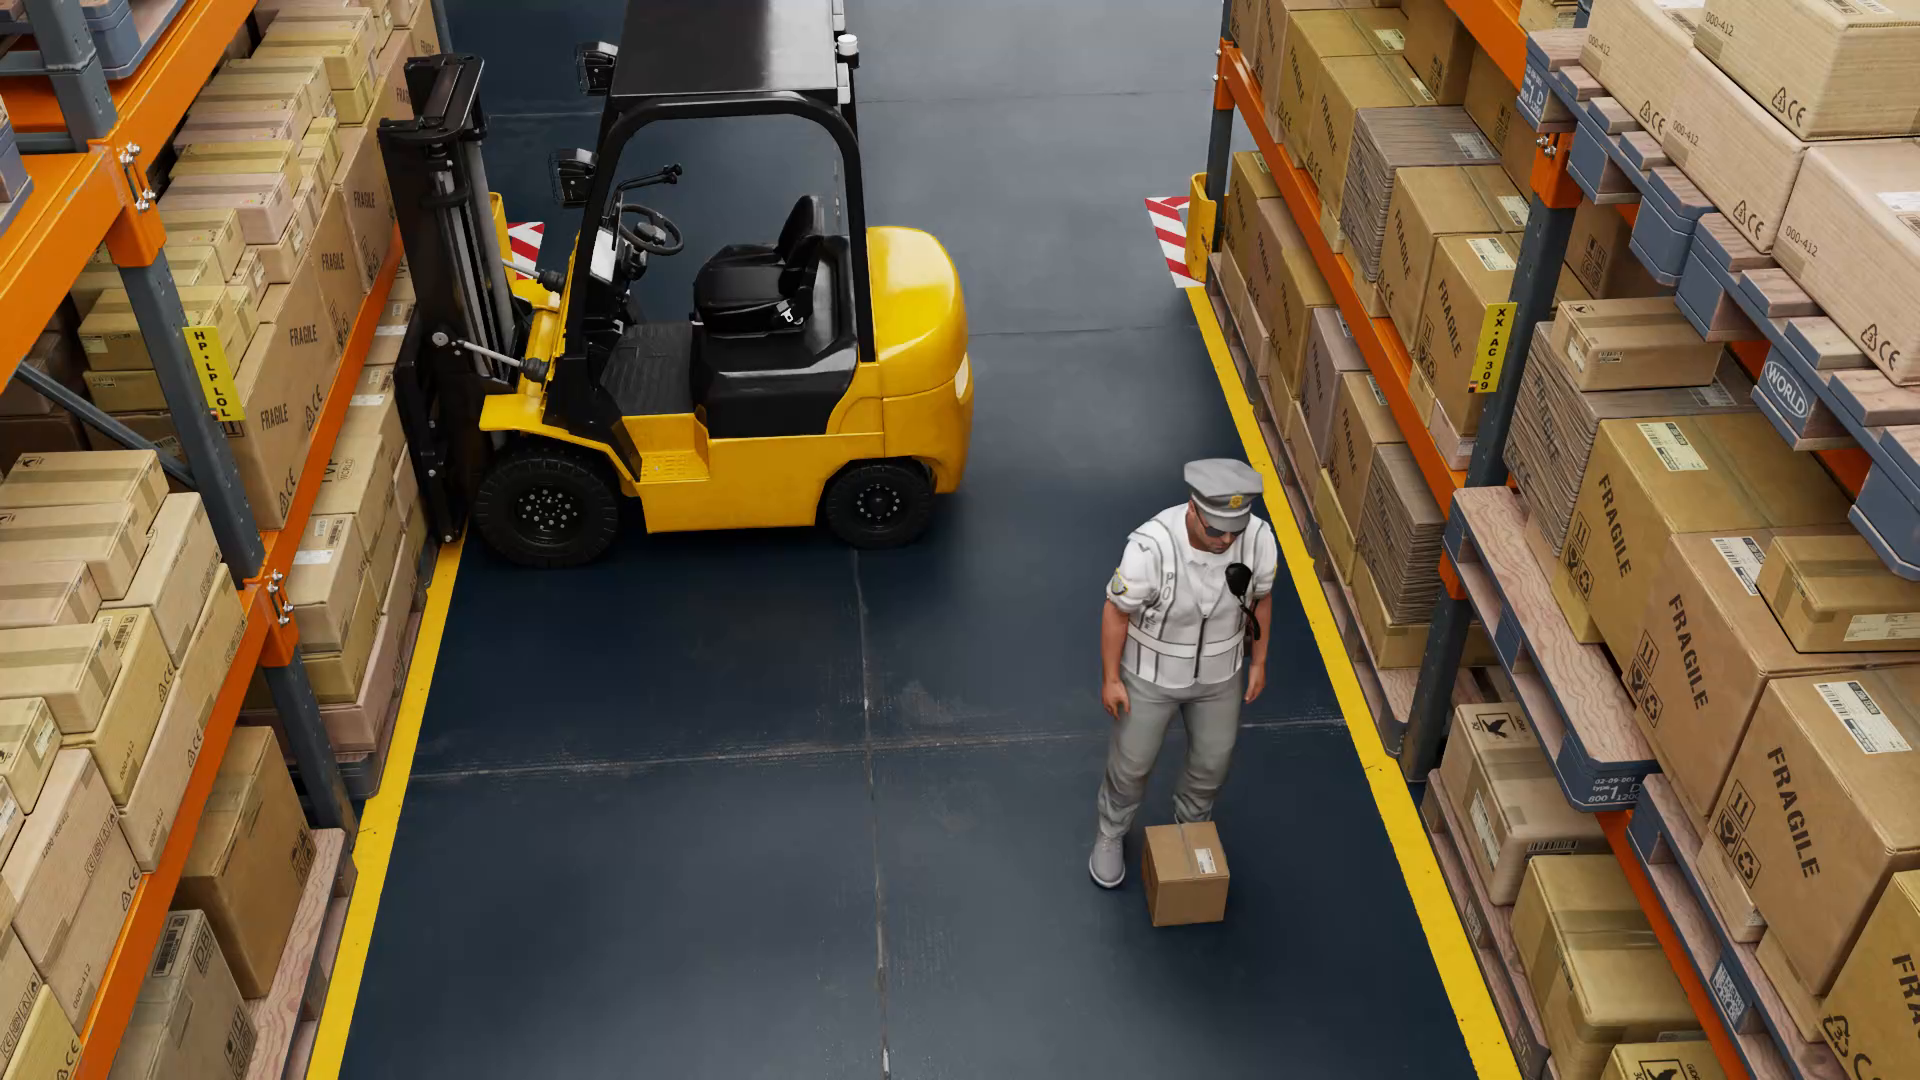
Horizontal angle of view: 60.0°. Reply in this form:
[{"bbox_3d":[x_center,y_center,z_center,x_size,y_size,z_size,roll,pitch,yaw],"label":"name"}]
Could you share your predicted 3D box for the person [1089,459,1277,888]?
[{"bbox_3d":[0.748,0.425,5.622,0.602,1.747,0.439,-6,39,-7],"label":"person"}]
